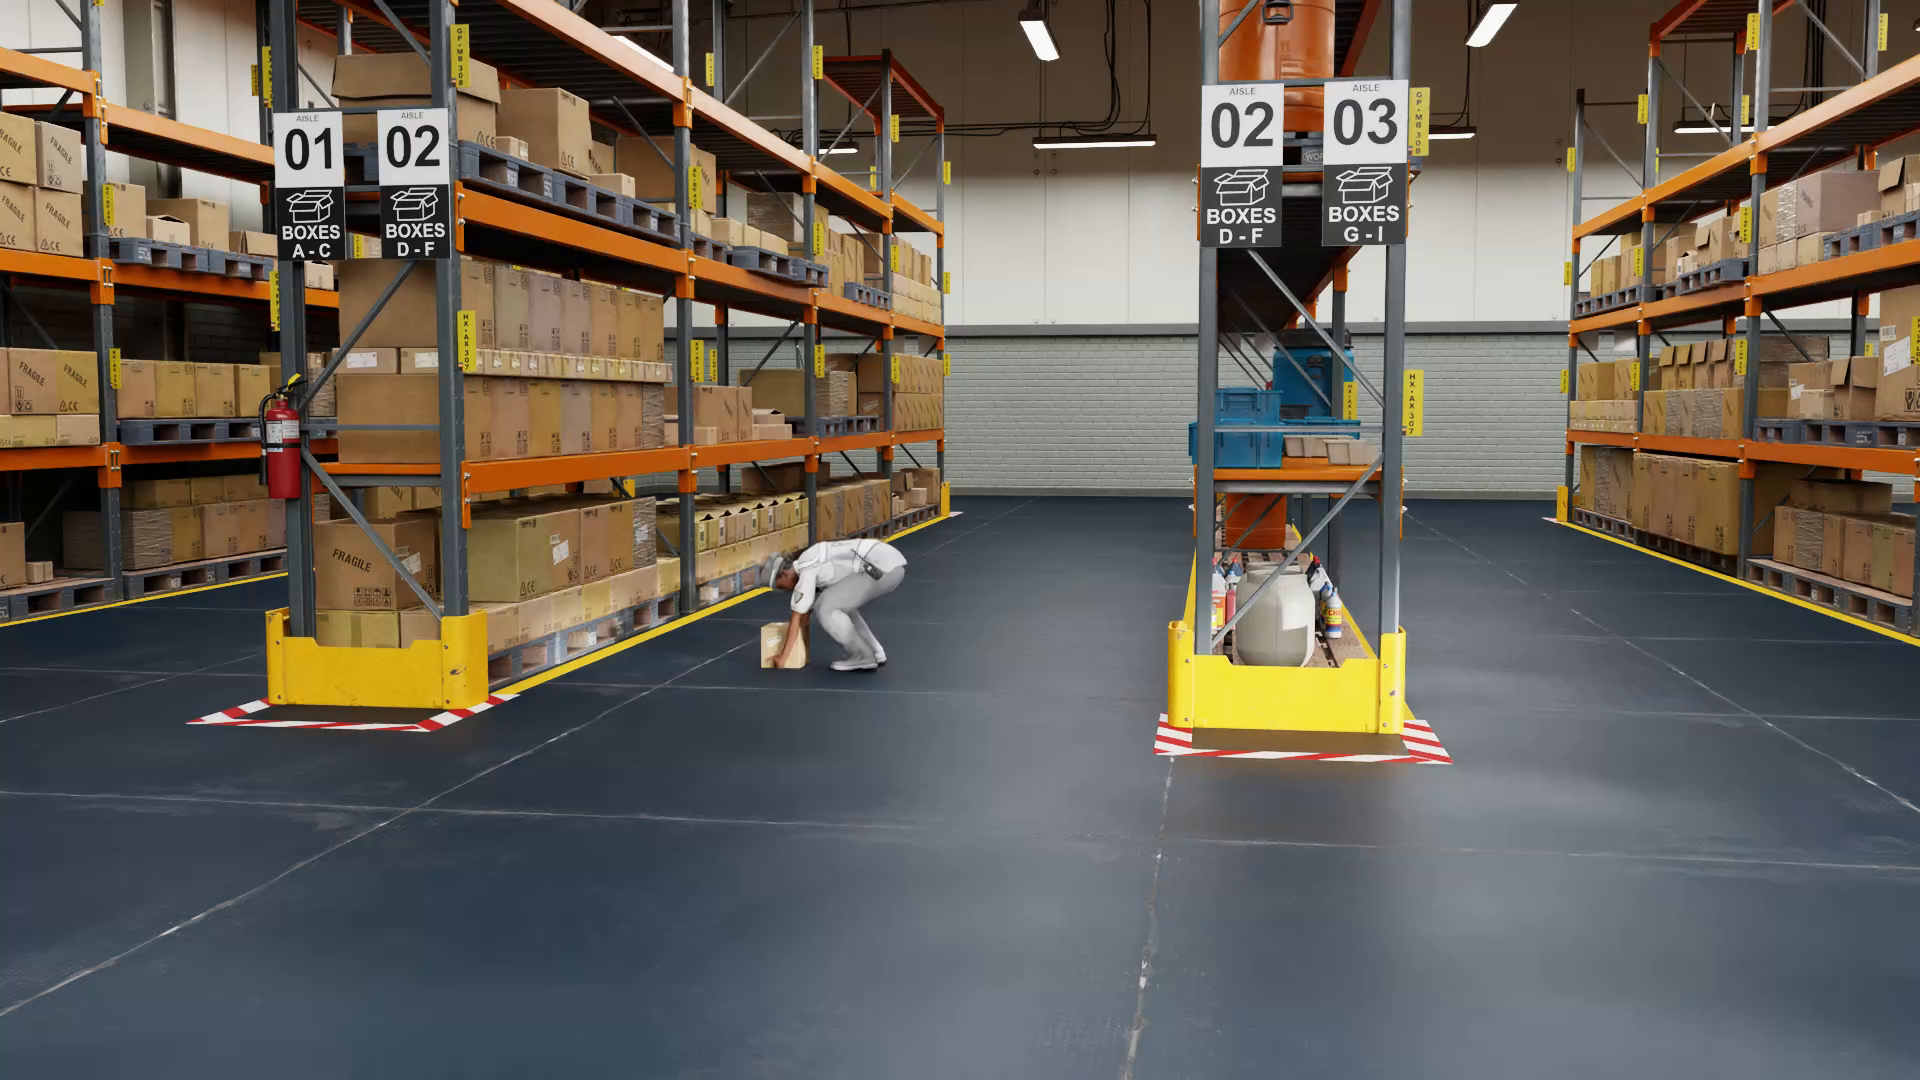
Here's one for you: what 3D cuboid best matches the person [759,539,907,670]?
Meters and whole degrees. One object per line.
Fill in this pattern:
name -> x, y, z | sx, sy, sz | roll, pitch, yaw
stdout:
person -> -0.795, 0.404, 10.369 | 0.921, 0.823, 0.471 | 1, 5, 7
